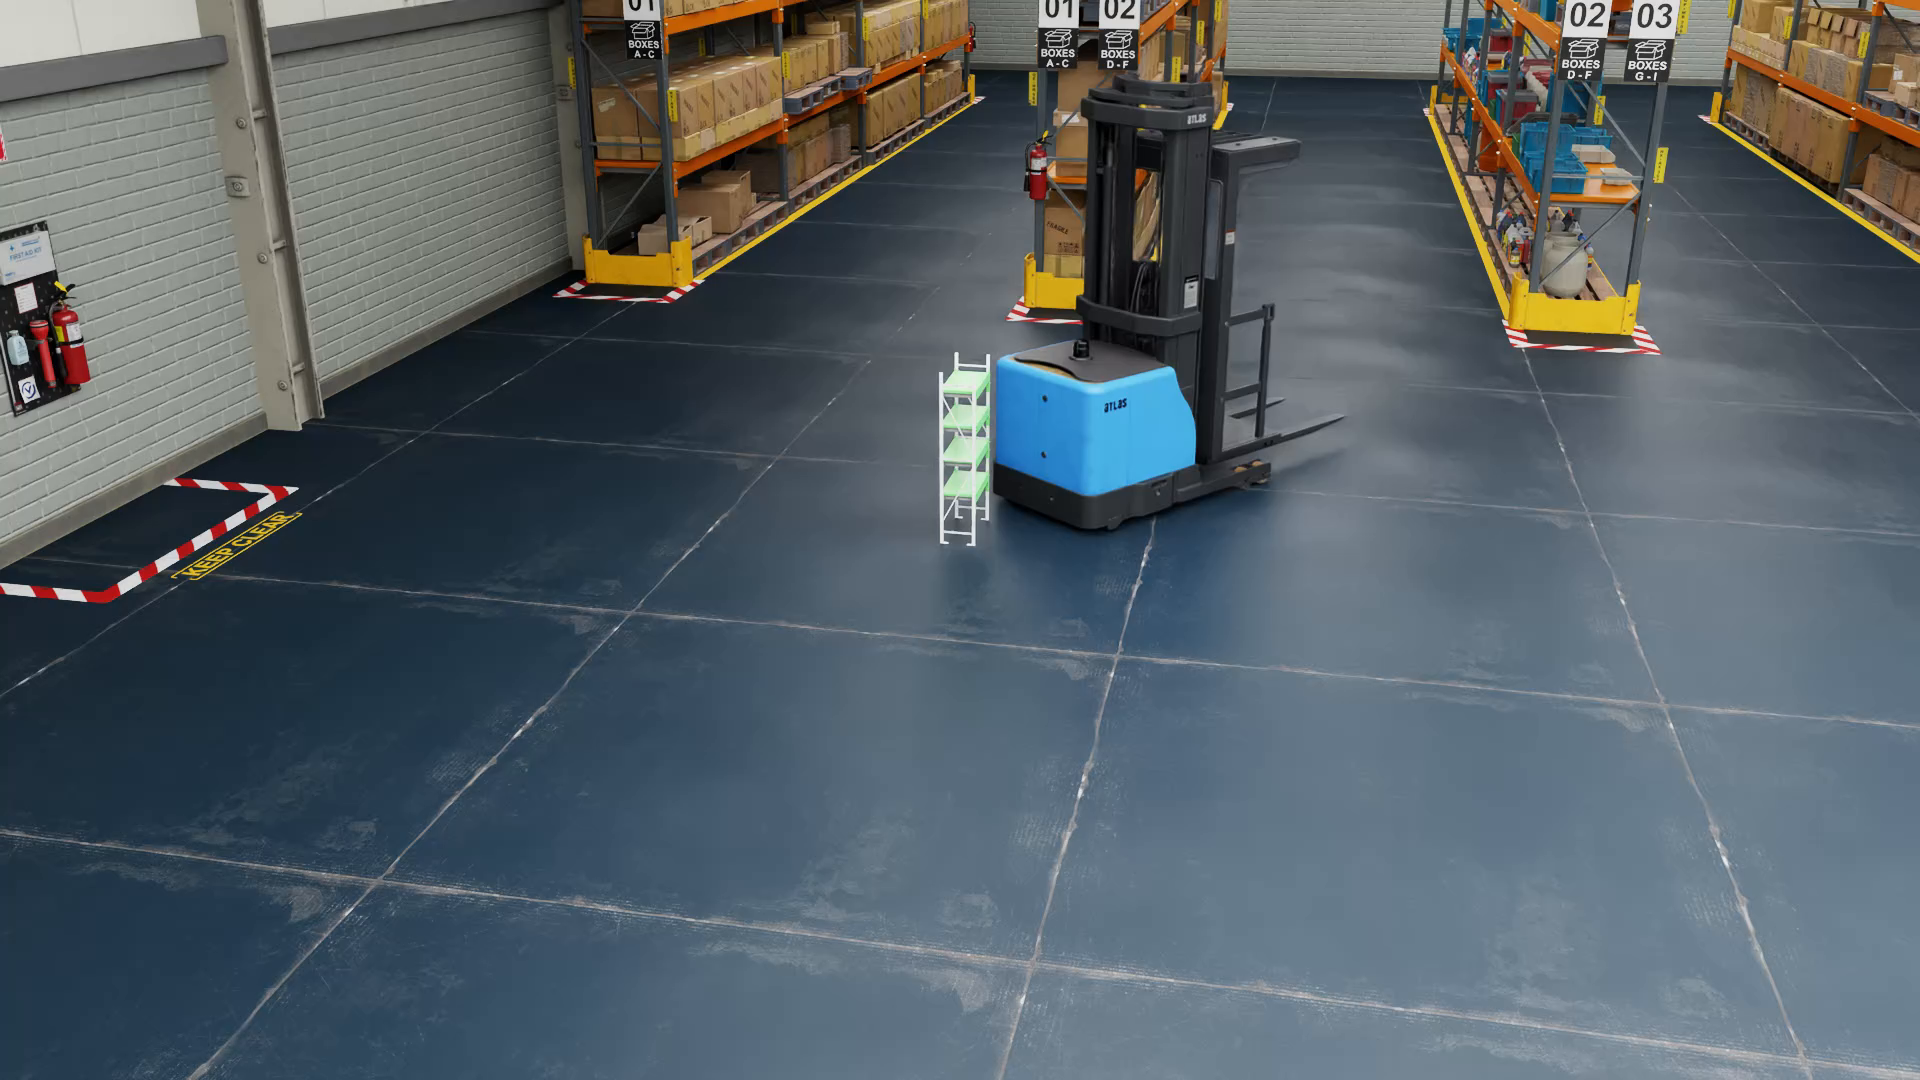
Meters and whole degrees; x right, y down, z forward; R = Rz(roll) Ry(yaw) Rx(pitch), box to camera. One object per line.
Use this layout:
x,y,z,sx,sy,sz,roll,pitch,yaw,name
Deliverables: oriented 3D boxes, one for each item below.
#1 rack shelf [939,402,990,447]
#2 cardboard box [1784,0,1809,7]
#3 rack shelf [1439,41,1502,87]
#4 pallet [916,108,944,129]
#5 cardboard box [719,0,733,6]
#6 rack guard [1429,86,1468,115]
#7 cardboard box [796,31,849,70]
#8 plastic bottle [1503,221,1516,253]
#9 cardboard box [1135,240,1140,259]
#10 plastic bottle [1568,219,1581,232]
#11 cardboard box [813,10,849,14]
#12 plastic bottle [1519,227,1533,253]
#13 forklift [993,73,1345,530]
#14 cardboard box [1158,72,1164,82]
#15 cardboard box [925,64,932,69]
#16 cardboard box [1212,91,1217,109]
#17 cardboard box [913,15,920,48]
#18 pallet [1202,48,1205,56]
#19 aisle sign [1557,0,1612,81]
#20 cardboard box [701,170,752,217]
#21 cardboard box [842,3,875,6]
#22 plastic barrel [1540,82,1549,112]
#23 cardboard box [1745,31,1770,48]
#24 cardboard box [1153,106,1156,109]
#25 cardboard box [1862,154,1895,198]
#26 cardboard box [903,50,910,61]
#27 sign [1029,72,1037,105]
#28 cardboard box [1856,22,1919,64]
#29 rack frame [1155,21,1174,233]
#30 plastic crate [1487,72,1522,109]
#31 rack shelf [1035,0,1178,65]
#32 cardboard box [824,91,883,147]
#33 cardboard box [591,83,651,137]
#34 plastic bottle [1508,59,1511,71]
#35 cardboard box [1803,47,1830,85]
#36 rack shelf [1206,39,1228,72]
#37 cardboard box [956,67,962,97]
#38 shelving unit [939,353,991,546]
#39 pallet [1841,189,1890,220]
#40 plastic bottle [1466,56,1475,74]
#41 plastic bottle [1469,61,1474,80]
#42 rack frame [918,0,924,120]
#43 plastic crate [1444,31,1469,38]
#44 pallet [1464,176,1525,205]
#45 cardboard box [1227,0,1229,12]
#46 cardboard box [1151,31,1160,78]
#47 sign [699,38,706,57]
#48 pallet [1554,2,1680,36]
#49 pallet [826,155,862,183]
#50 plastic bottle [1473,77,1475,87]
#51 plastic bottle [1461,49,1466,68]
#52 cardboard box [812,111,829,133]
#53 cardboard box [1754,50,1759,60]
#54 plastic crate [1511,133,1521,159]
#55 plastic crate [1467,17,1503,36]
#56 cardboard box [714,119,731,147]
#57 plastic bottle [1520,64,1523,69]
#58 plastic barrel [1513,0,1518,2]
0.034,-0.780,11.214,0.258,0.148,0.480,4,22,11,rack shelf
14.394,-9.173,28.914,0.500,0.500,0.500,5,22,12,cardboard box
8.979,-8.267,28.829,1.077,0.370,4.000,4,22,11,rack shelf
-0.896,-7.603,29.950,1.003,0.211,1.213,4,22,11,pallet
-2.928,-6.368,18.974,0.500,0.500,0.500,6,23,14,cardboard box
9.380,-8.183,31.002,1.175,0.500,0.348,4,22,11,rack guard
-2.030,-7.240,24.592,0.700,0.500,0.500,2,22,5,cardboard box
6.243,-3.431,18.815,0.144,0.351,0.185,4,22,10,plastic bottle
1.700,-3.142,18.257,0.500,0.250,0.500,4,22,11,cardboard box
6.984,-3.473,18.920,0.144,0.351,0.185,4,22,11,plastic bottle
-1.996,-8.078,25.834,0.500,0.250,0.500,4,22,9,cardboard box
6.393,-3.394,18.823,0.152,0.276,0.135,4,22,11,plastic bottle
1.689,-1.865,12.061,3.031,2.935,1.130,-18,28,-37,forklift
2.371,-5.841,21.709,0.500,0.500,0.500,6,23,15,cardboard box
-0.732,-8.851,31.232,0.380,0.149,0.250,5,22,12,cardboard box
4.446,-8.077,30.486,0.500,0.250,0.500,4,22,11,cardboard box
-0.975,-8.630,28.209,0.500,0.500,0.500,4,22,10,cardboard box
3.453,-7.876,27.150,1.003,0.211,1.213,4,22,11,pallet
5.817,-4.683,15.487,0.394,0.787,0.004,4,22,11,aisle sign
-2.933,-4.361,20.924,0.500,0.500,0.500,3,22,7,cardboard box
-1.674,-8.642,27.235,0.500,0.250,0.500,4,22,9,cardboard box
7.349,-5.340,20.416,0.433,0.535,0.433,0,22,0,plastic barrel
13.668,-8.494,28.232,0.500,0.250,0.500,4,22,9,cardboard box
2.006,-5.206,20.132,0.700,0.500,0.500,4,22,10,cardboard box
12.487,-4.827,22.081,0.700,0.500,0.500,3,22,8,cardboard box
-1.041,-8.086,27.725,0.380,0.149,0.250,4,22,11,cardboard box
0.746,-4.553,16.777,0.100,0.325,0.005,4,22,11,sign
12.769,-6.807,22.763,0.797,0.503,0.637,5,23,13,cardboard box
2.090,-5.323,20.555,1.000,3.000,0.127,4,22,11,rack frame
7.126,-5.869,21.825,0.402,0.464,0.583,4,22,11,plastic crate
1.682,-5.649,18.313,1.077,0.370,4.000,4,22,11,rack shelf
-1.665,-6.619,26.087,0.750,0.750,0.750,4,22,10,cardboard box
-3.688,-4.712,18.209,0.500,0.500,0.500,4,22,10,cardboard box
8.476,-7.277,25.578,0.097,0.271,0.097,0,22,0,plastic bottle
12.877,-7.022,24.641,0.500,0.500,0.500,4,22,10,cardboard box
4.131,-8.646,29.770,1.077,0.370,4.000,4,22,11,rack shelf
-0.356,-8.859,32.120,0.700,0.500,0.500,4,22,11,cardboard box
0.034,-0.617,11.280,0.258,1.200,0.503,4,22,11,shelving unit
12.443,-4.450,22.120,1.003,0.211,1.213,4,22,11,pallet
7.915,-7.333,25.713,0.152,0.276,0.135,4,22,11,plastic bottle
7.718,-7.067,25.043,0.061,0.283,0.133,4,22,11,plastic bottle
-1.127,-8.625,28.754,1.000,3.000,0.127,4,22,11,rack frame
8.880,-8.977,29.771,0.416,0.233,0.300,4,22,11,plastic crate
7.559,-4.833,23.071,1.003,0.211,1.213,4,22,11,pallet
4.717,-10.038,30.790,0.500,0.500,0.500,4,22,10,cardboard box
2.006,-5.808,19.890,0.700,0.500,0.500,5,22,11,cardboard box
-3.304,-6.277,21.375,0.100,0.325,0.005,4,22,11,sign
6.387,-5.080,16.189,1.003,0.211,1.213,4,22,11,pallet
-2.105,-5.583,24.933,1.003,0.211,1.213,4,22,11,pallet
7.568,-6.727,24.307,0.097,0.201,0.097,0,22,0,plastic bottle
8.079,-7.714,26.648,0.061,0.283,0.133,4,22,11,plastic bottle
-2.217,-6.083,24.197,0.500,0.250,0.500,5,22,12,cardboard box
13.476,-8.075,27.725,0.380,0.149,0.250,5,22,12,cardboard box
6.385,-4.371,18.474,0.450,0.188,0.662,4,22,11,plastic crate
9.502,-9.240,30.154,0.616,0.435,0.499,4,22,11,plastic crate
-2.964,-4.707,19.200,0.500,0.250,0.500,4,22,10,cardboard box
8.443,-6.990,24.860,0.152,0.276,0.135,4,22,11,plastic bottle
6.830,-6.770,19.463,0.600,0.901,0.708,4,22,11,plastic barrel
